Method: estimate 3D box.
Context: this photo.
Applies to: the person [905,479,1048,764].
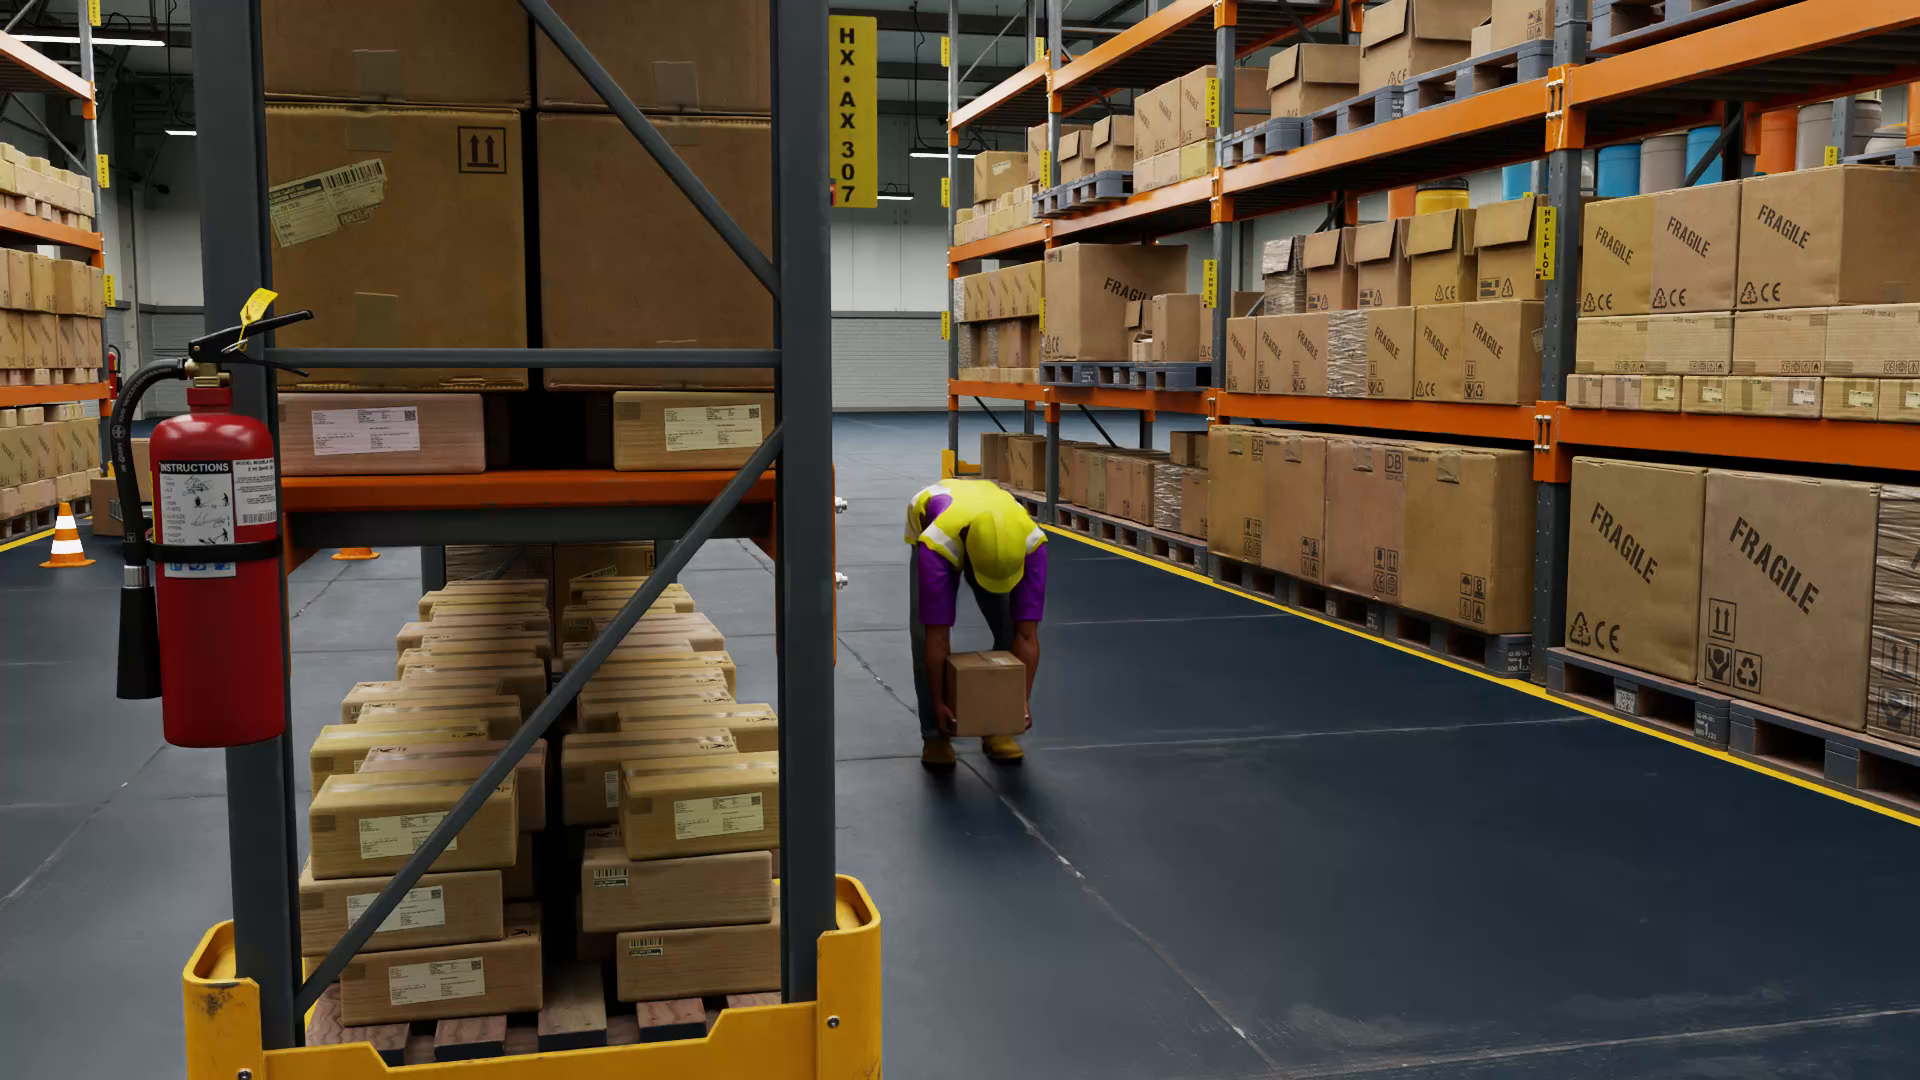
[{"bbox_3d":[0.069,0.322,6.113,0.481,1.064,0.982,-1,6,-9],"label":"person"}]
